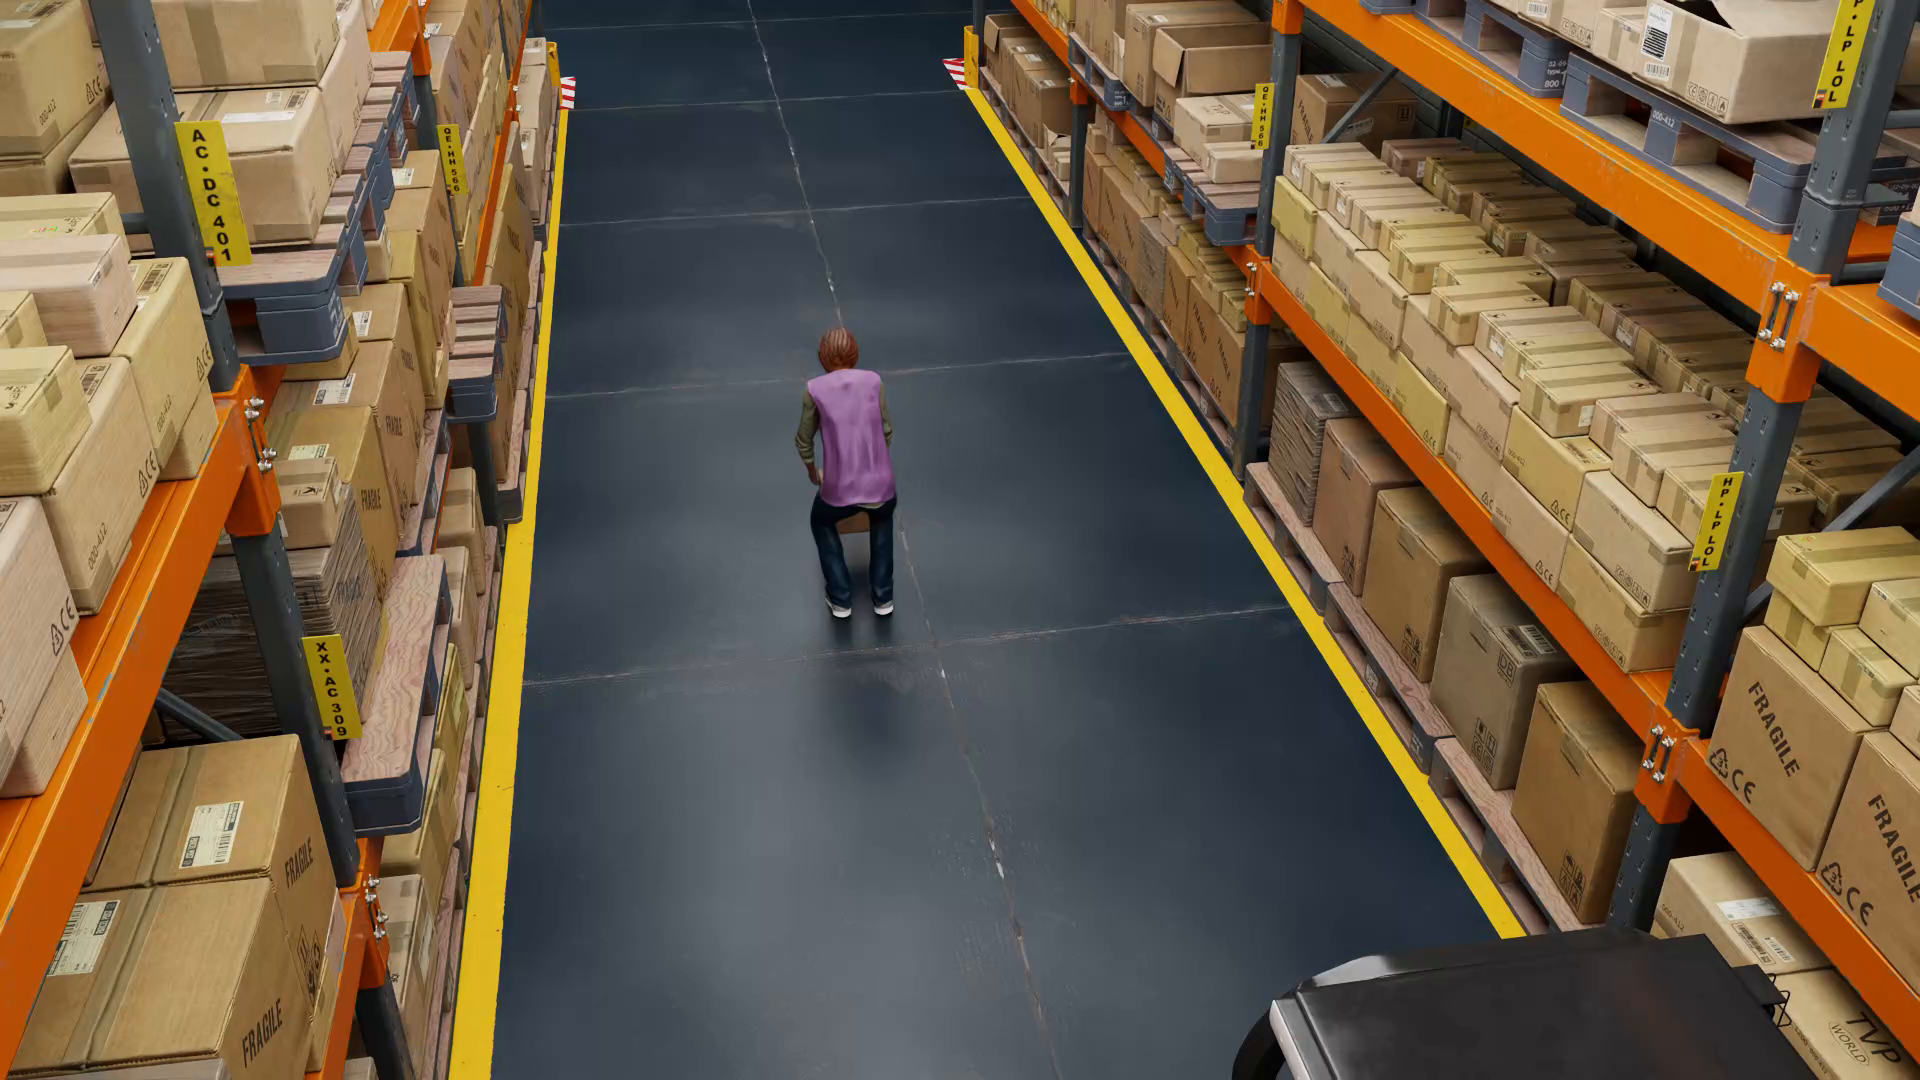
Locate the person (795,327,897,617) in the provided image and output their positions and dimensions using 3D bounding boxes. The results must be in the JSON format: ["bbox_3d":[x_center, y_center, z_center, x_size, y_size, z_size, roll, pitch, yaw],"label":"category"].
[{"bbox_3d":[-0.529,-0.275,7.835,0.460,1.361,0.601,-5,31,-8],"label":"person"}]
